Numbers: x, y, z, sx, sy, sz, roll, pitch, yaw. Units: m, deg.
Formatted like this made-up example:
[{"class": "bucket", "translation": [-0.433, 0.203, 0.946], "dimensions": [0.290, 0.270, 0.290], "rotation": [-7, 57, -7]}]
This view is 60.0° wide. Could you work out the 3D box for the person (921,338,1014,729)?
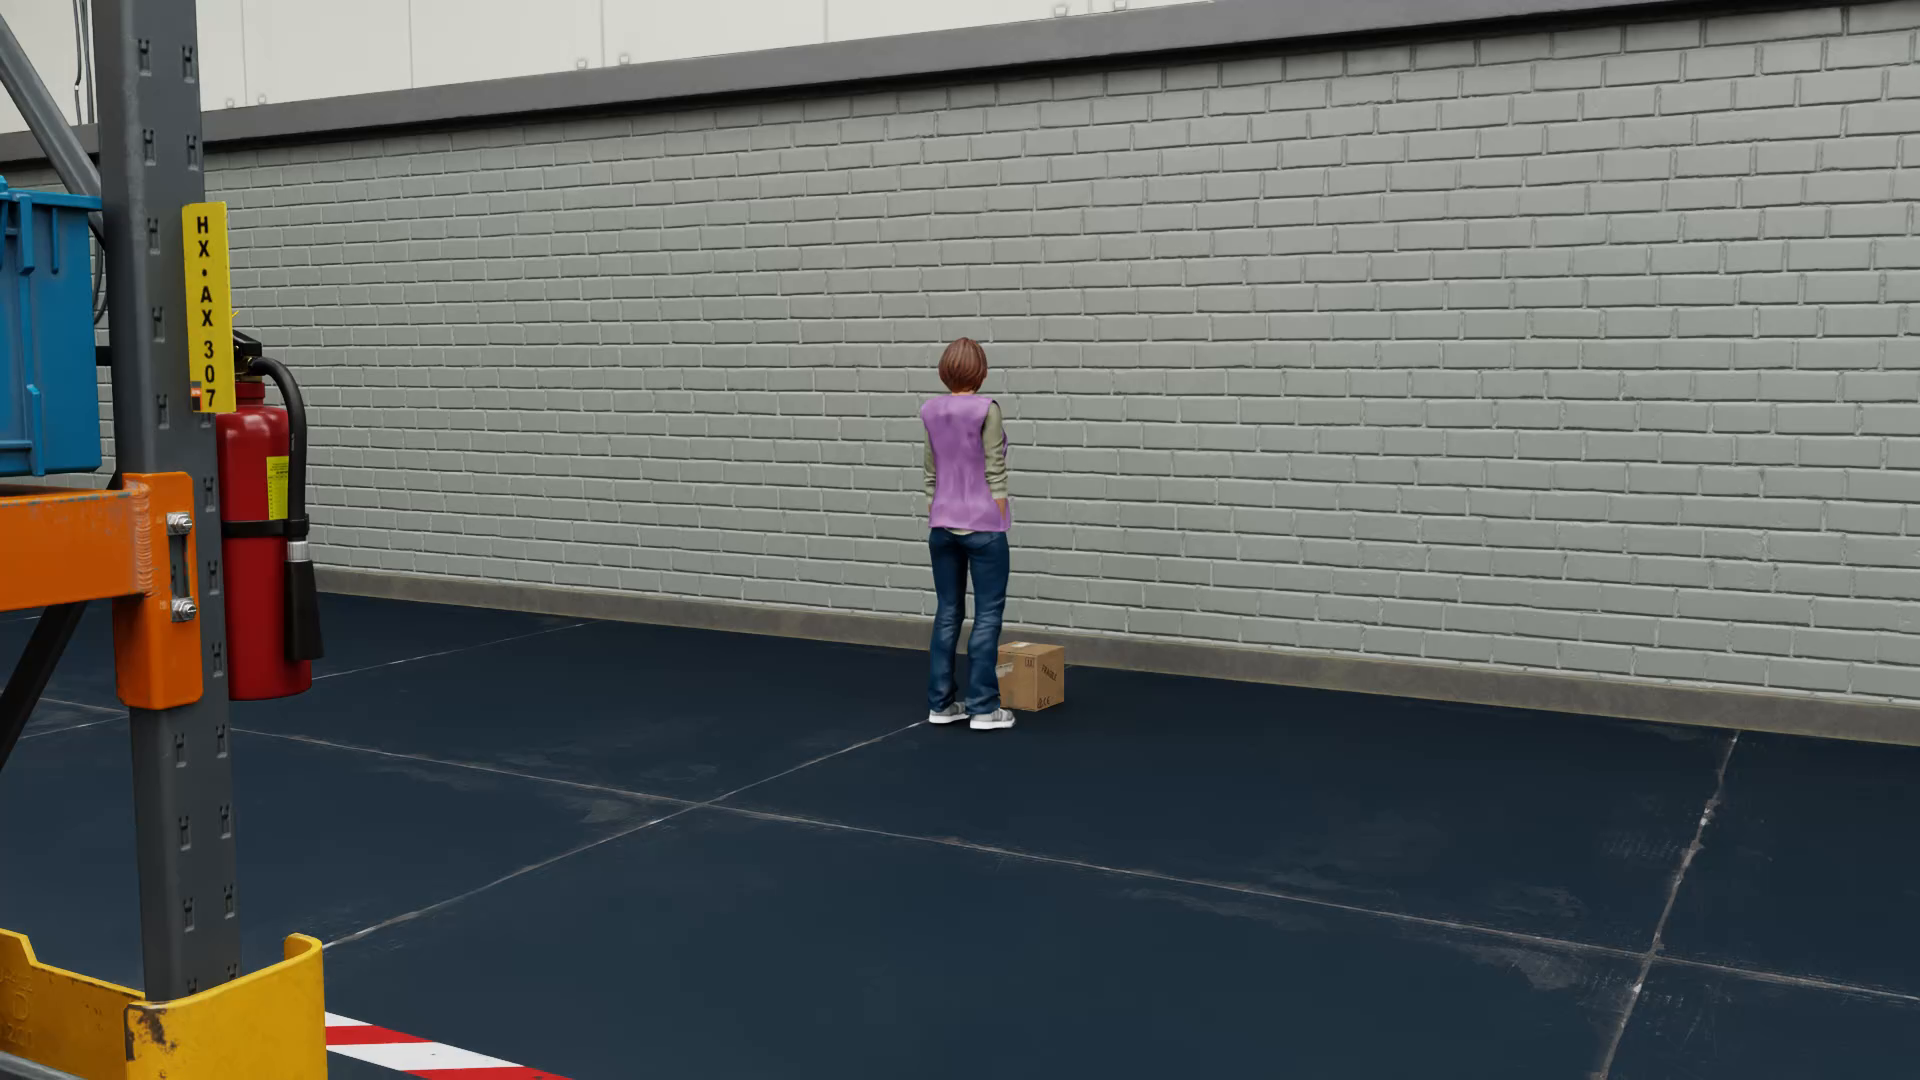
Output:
[{"class": "person", "translation": [0.023, -0.026, 6.831], "dimensions": [0.405, 1.600, 0.310], "rotation": [4, 7, 33]}]
